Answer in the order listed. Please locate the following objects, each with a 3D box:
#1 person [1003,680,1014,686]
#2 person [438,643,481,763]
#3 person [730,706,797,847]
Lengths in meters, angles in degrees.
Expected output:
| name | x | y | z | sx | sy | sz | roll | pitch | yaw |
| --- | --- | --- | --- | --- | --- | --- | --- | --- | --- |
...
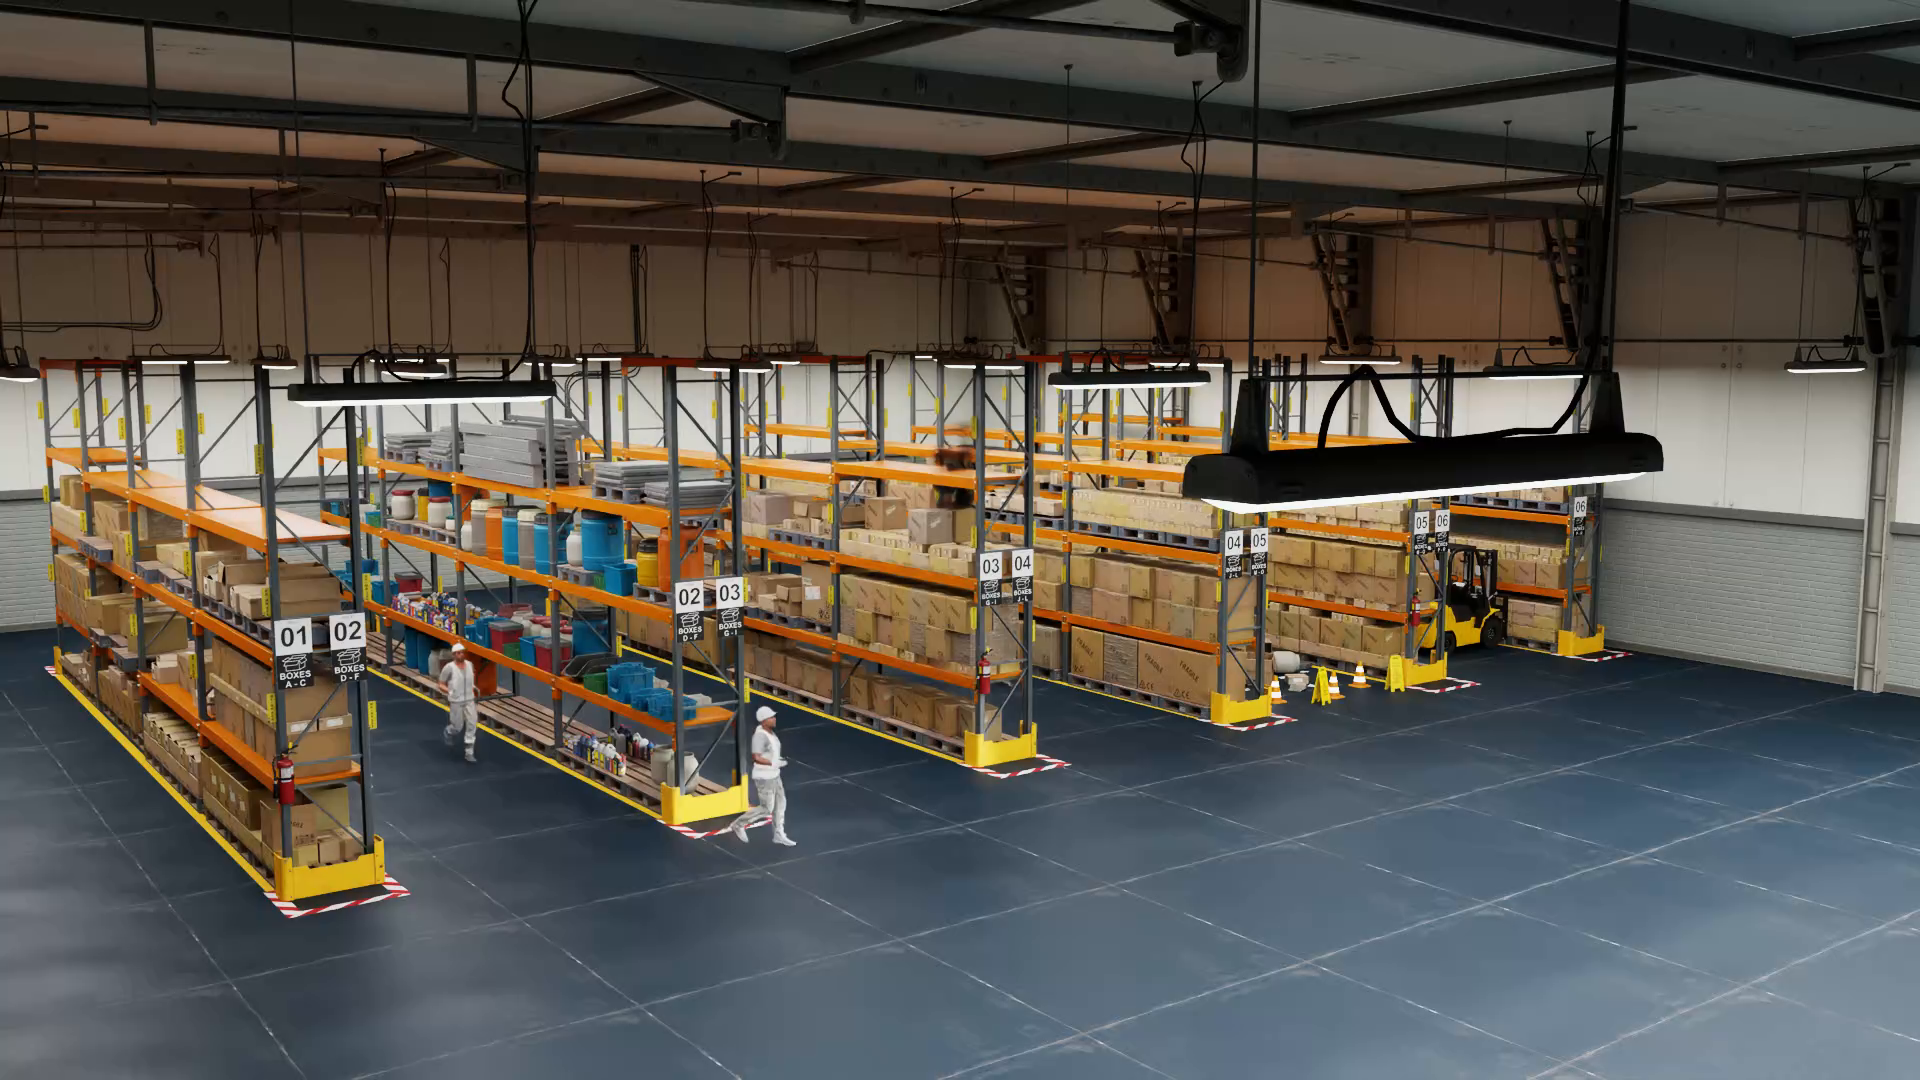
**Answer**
| name | x | y | z | sx | sy | sz | roll | pitch | yaw |
| --- | --- | --- | --- | --- | --- | --- | --- | --- | --- |
| person | 0.659 | 1.860 | 30.623 | 0.877 | 1.605 | 0.538 | 7 | 10 | 44 |
| person | -7.565 | 2.443 | 25.179 | 0.656 | 1.783 | 0.899 | -6 | 9 | -42 |
| person | -2.461 | 2.967 | 20.780 | 0.815 | 1.803 | 0.696 | 0 | 7 | 0 |
